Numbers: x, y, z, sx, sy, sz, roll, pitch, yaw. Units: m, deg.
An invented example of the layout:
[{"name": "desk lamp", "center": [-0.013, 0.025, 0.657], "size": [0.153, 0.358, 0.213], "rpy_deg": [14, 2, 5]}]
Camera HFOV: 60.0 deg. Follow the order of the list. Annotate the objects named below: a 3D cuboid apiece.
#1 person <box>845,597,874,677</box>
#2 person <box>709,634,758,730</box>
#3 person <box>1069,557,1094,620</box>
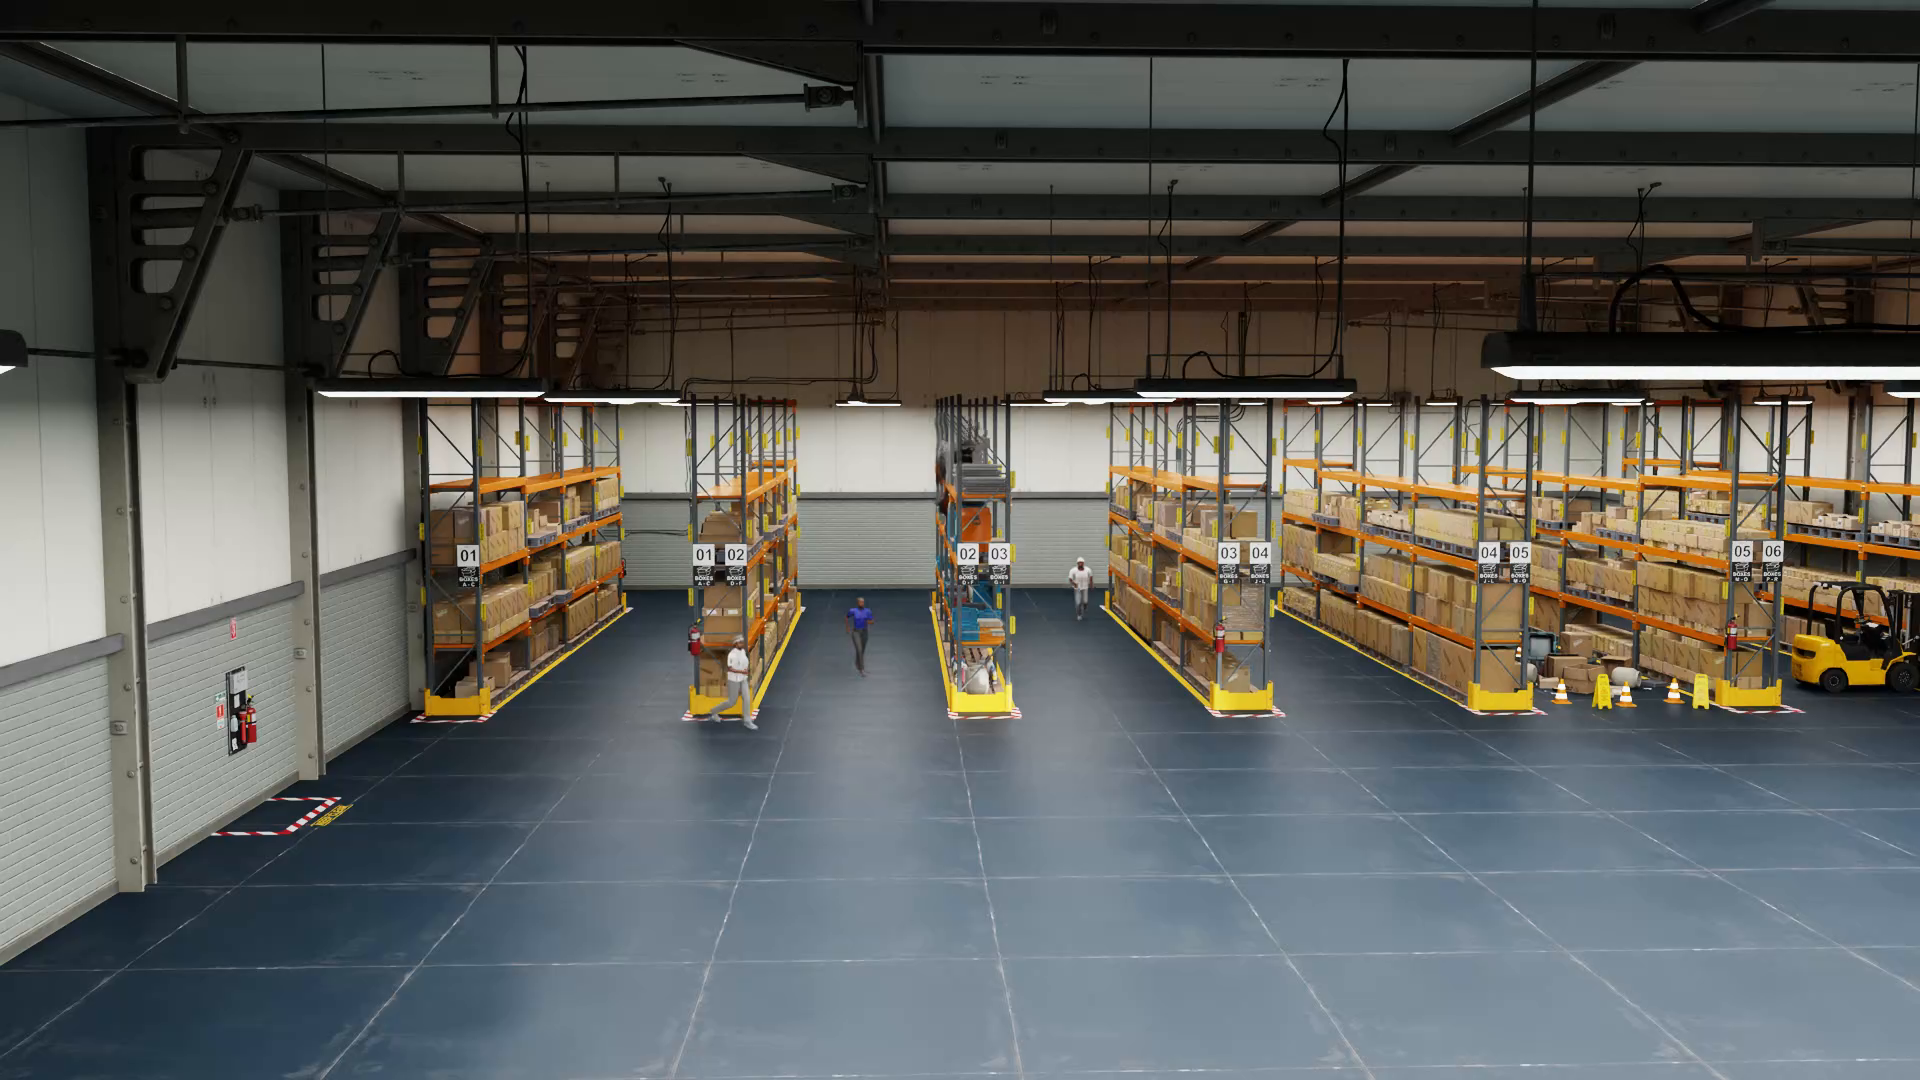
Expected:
[{"name": "person", "center": [-2.158, 2.056, 35.850], "size": [0.542, 1.683, 0.869], "rpy_deg": [-2, 5, -23]}, {"name": "person", "center": [-4.046, 2.534, 29.868], "size": [0.914, 1.710, 0.552], "rpy_deg": [2, 5, 26]}, {"name": "person", "center": [3.288, 1.323, 44.977], "size": [0.688, 1.712, 0.639], "rpy_deg": [0, 5, -4]}]
